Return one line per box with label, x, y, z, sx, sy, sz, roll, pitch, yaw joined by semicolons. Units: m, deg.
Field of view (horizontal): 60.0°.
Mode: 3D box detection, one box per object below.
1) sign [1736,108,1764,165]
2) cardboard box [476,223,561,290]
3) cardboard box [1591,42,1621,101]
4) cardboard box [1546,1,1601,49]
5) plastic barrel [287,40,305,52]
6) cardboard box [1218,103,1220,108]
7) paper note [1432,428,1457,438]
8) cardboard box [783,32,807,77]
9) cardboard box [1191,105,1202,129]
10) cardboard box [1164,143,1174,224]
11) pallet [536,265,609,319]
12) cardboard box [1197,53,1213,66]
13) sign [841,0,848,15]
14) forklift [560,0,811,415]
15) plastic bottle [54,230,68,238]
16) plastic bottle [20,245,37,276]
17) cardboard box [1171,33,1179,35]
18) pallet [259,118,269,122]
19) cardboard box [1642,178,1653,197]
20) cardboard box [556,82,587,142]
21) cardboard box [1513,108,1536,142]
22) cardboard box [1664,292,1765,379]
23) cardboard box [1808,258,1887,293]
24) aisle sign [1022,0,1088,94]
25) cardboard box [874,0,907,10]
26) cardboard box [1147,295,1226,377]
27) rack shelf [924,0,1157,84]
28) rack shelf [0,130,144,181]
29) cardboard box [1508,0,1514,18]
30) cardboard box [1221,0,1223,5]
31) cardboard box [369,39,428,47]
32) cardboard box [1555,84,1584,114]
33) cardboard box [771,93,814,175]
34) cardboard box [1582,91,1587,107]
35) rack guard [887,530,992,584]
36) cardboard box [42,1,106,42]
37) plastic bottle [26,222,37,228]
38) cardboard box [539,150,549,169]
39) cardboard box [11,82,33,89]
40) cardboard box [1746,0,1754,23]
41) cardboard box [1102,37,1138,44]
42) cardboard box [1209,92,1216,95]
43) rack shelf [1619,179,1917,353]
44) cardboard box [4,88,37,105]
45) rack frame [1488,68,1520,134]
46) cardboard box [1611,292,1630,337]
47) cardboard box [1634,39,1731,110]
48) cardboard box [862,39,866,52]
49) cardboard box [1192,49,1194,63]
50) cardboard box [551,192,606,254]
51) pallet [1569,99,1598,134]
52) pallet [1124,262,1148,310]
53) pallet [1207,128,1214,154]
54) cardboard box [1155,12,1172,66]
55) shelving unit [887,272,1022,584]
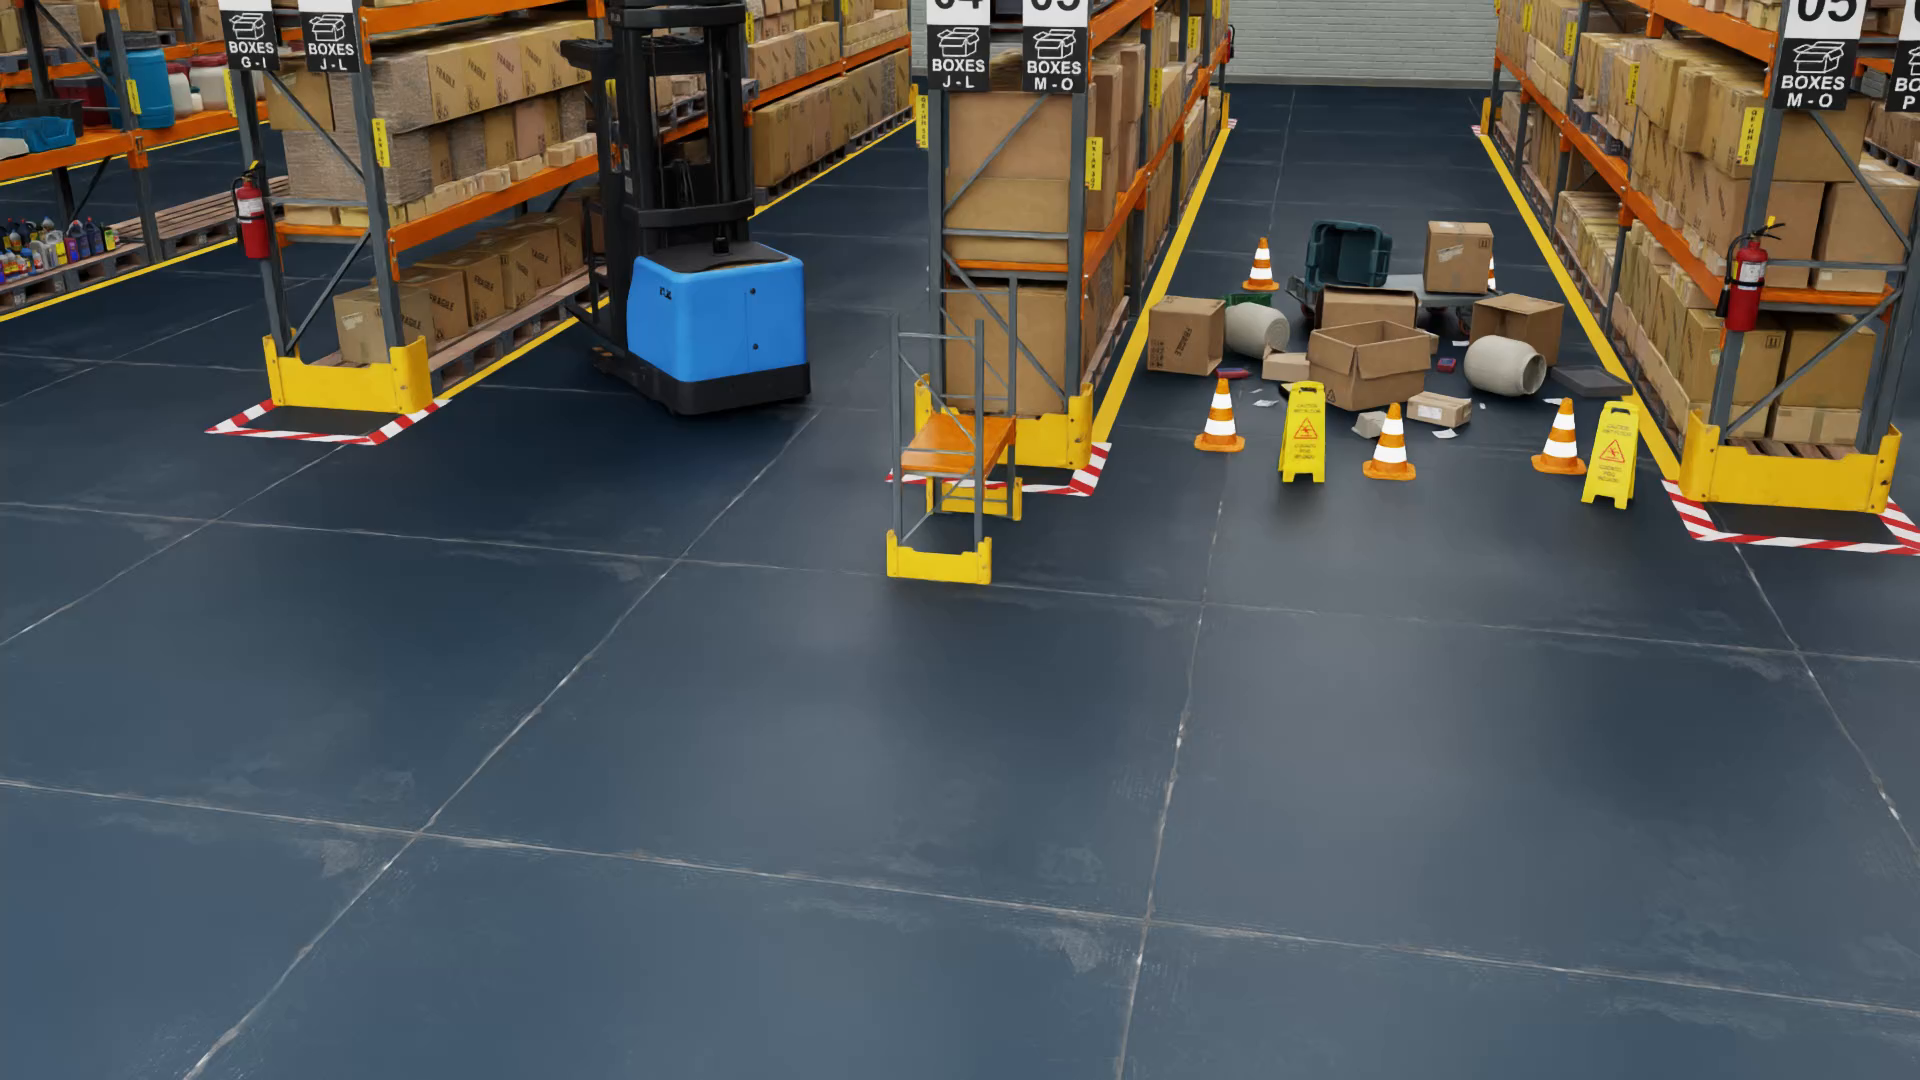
sign;4.625;-2.363;9.734;0.100;0.325;0.005;4;22;11
cardboard box;-3.951;-2.530;14.905;0.500;0.500;0.500;12;25;28
cardboard box;6.277;-4.402;15.675;0.500;0.500;0.500;5;22;12
cardboard box;6.961;-5.829;18.839;0.500;0.500;0.500;4;22;10
plastic barrel;-7.551;-5.559;19.459;0.600;0.536;0.708;4;22;11
cardboard box;3.735;-6.618;25.125;0.380;0.149;0.250;4;22;9
paper note;3.409;-0.750;11.676;0.148;0.019;0.142;-3;22;-8
cardboard box;-2.231;-6.074;20.786;0.500;0.500;0.500;5;22;11
cardboard box;2.724;-5.264;20.688;0.500;0.250;0.500;6;23;13
cardboard box;1.718;-3.832;17.801;1.050;0.750;0.750;4;22;10
pallet;-3.823;-2.307;15.298;1.003;0.211;1.213;4;22;11
cardboard box;3.125;-6.321;21.870;0.380;0.149;0.250;5;23;13
sign;-1.555;-7.237;22.363;0.100;0.325;0.005;4;22;11
forklift;-2.316;-2.755;12.772;1.130;2.935;3.031;-13;25;-29
plastic bottle;-8.608;-2.841;15.949;0.152;0.276;0.135;4;22;11
plastic bottle;-8.579;-2.577;15.300;0.097;0.271;0.097;0;22;0
cardboard box;2.376;-5.689;18.943;0.380;0.149;0.250;4;22;9
pallet;-11.398;-6.936;26.793;1.003;0.211;1.213;4;22;11
cardboard box;5.602;-2.789;13.100;0.380;0.149;0.250;5;22;12
cardboard box;-3.873;-3.873;14.923;0.875;0.500;0.500;4;22;11
cardboard box;8.028;-5.574;22.546;0.875;0.438;0.875;4;22;9
cardboard box;5.176;-1.401;11.432;0.500;0.500;0.500;5;23;13
cardboard box;5.437;-1.622;10.202;0.380;0.149;0.250;5;22;11
aisle sign;0.577;-3.127;10.124;0.394;0.787;0.004;4;22;11
cardboard box;-1.114;-8.455;25.631;0.500;0.500;0.500;5;22;12
cardboard box;1.802;-1.629;13.226;0.500;0.500;0.500;8;23;20
rack shelf;0.706;-3.760;12.121;1.077;0.370;4.000;4;22;11
rack shelf;-8.978;-3.161;14.649;1.077;0.370;4.000;4;22;11
cardboard box;7.857;-7.460;22.888;0.500;0.500;0.500;4;22;11
cardboard box;3.407;-7.714;23.122;0.500;0.500;0.500;4;22;9
cardboard box;-4.466;-3.620;12.955;0.500;0.500;0.500;4;22;11
cardboard box;6.646;-4.691;17.687;0.500;0.250;0.500;4;22;9
cardboard box;-2.554;-5.097;20.775;1.225;0.875;0.875;5;22;11
cardboard box;6.357;-4.332;16.369;0.380;0.149;0.250;3;22;7
rack guard;-0.117;0.094;9.285;0.587;0.250;0.087;4;22;11
cardboard box;-12.086;-7.121;22.824;0.700;0.500;0.500;-1;22;-3
plastic bottle;-9.103;-2.963;16.253;0.152;0.276;0.135;5;23;13
cardboard box;-3.769;-3.272;14.299;0.380;0.149;0.250;4;22;11
cardboard box;-16.068;-7.774;27.926;0.700;0.500;0.500;4;22;9
cardboard box;5.070;-3.245;10.216;0.380;0.149;0.250;5;23;13
cardboard box;1.005;-3.871;13.805;0.875;0.550;0.550;4;22;11
cardboard box;3.552;-6.476;24.375;0.380;0.149;0.250;4;22;9
rack shelf;5.573;-2.028;11.836;1.077;0.370;4.000;4;22;11
cardboard box;-12.633;-5.841;22.095;0.500;0.250;0.500;5;23;13
rack frame;8.429;-7.482;24.415;1.000;3.000;0.127;4;22;11
cardboard box;5.596;-1.817;13.469;0.500;0.250;0.500;3;22;8
cardboard box;5.679;-3.597;12.898;0.700;0.500;0.500;4;22;10
cardboard box;-1.544;-7.029;23.628;0.380;0.149;0.250;4;22;9
cardboard box;2.652;-5.897;20.255;0.380;0.149;0.250;3;22;9
cardboard box;-3.574;-3.116;16.332;0.700;0.500;0.500;3;22;7
pallet;6.756;-4.198;16.519;1.213;0.211;1.003;4;22;11
pallet;1.198;-2.428;15.599;1.003;0.211;1.213;4;22;11
pallet;3.096;-5.761;23.877;1.003;0.211;1.213;4;22;11
cardboard box;1.829;-5.243;17.384;0.700;0.500;0.500;4;22;11
shelving unit;-0.016;-0.668;9.504;0.587;1.500;1.083;4;22;11
